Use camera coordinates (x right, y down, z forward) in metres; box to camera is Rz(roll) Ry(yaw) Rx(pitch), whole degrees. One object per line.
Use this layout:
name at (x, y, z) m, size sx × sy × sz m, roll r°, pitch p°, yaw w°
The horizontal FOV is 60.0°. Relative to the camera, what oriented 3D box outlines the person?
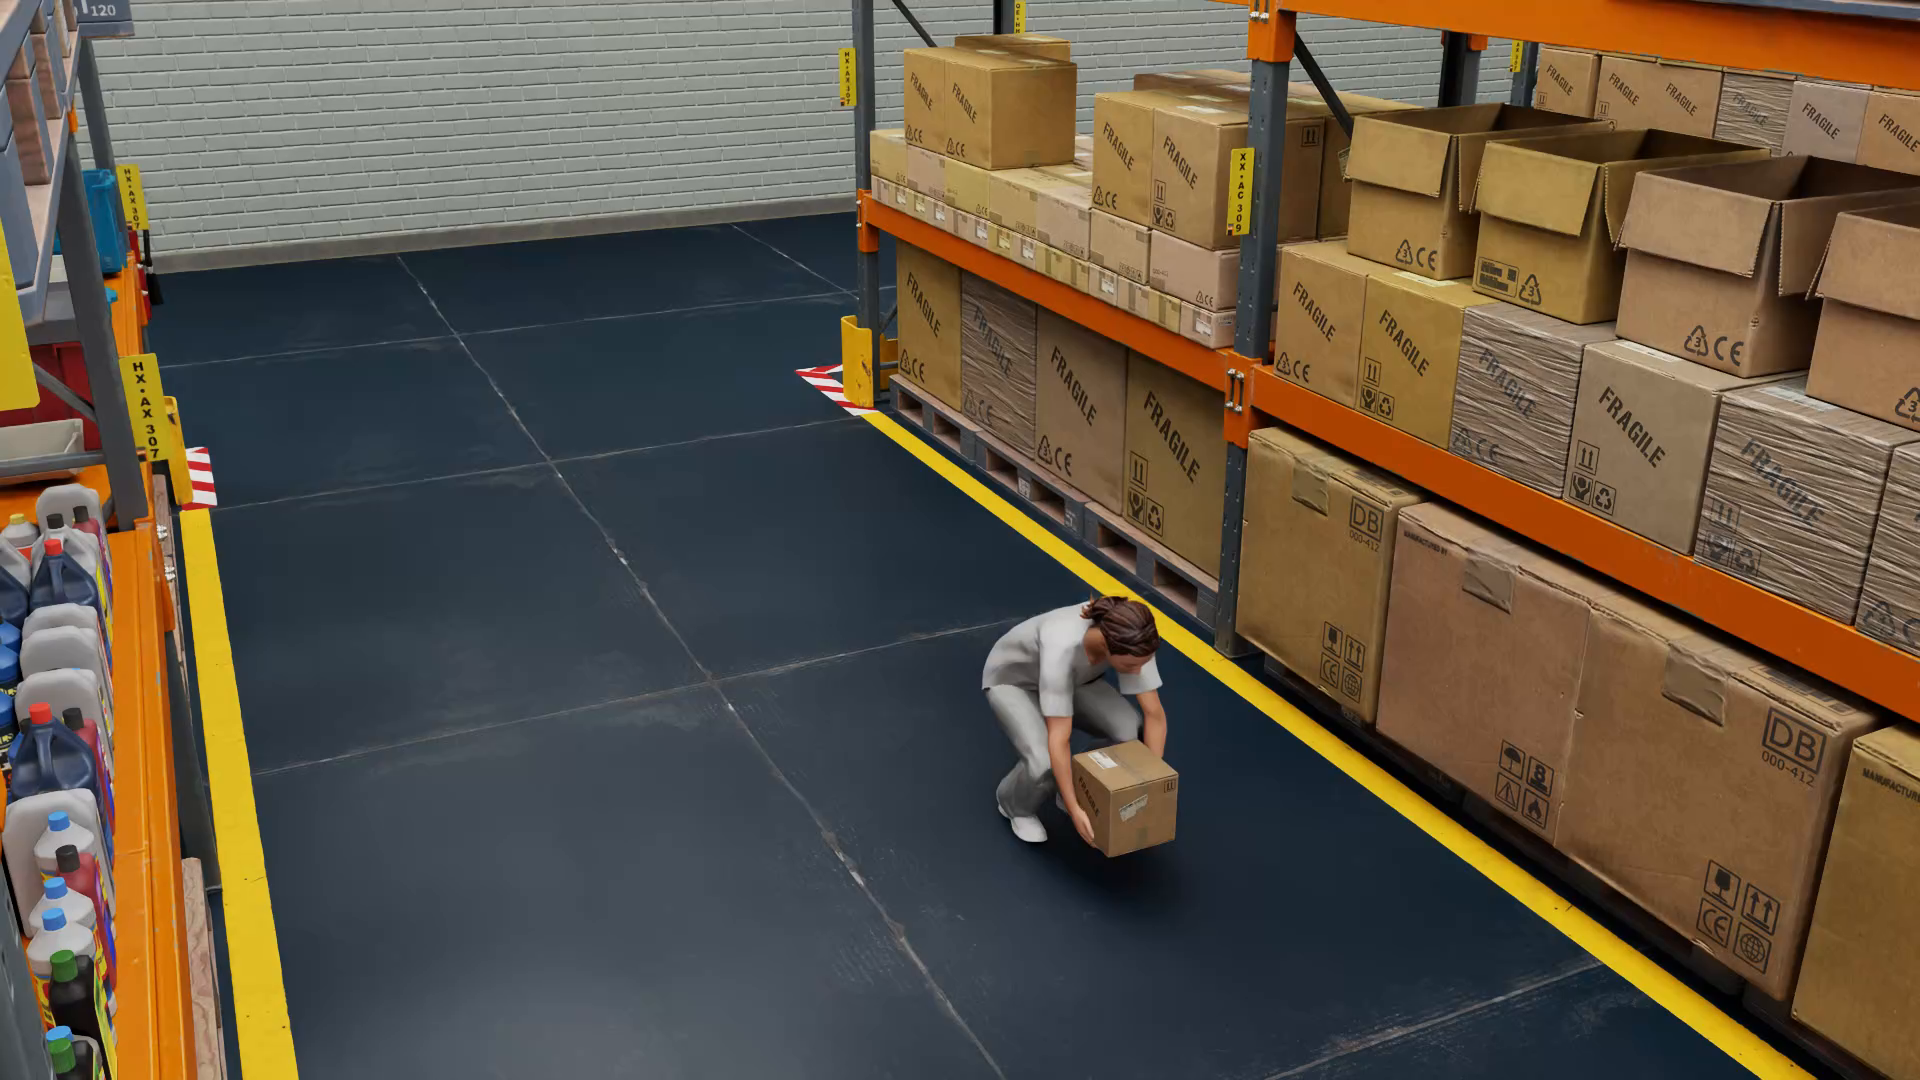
person at (0.395, 0.567, 5.633) m, size 0.488 × 0.978 × 0.785 m, roll -10°, pitch 24°, yaw -24°
